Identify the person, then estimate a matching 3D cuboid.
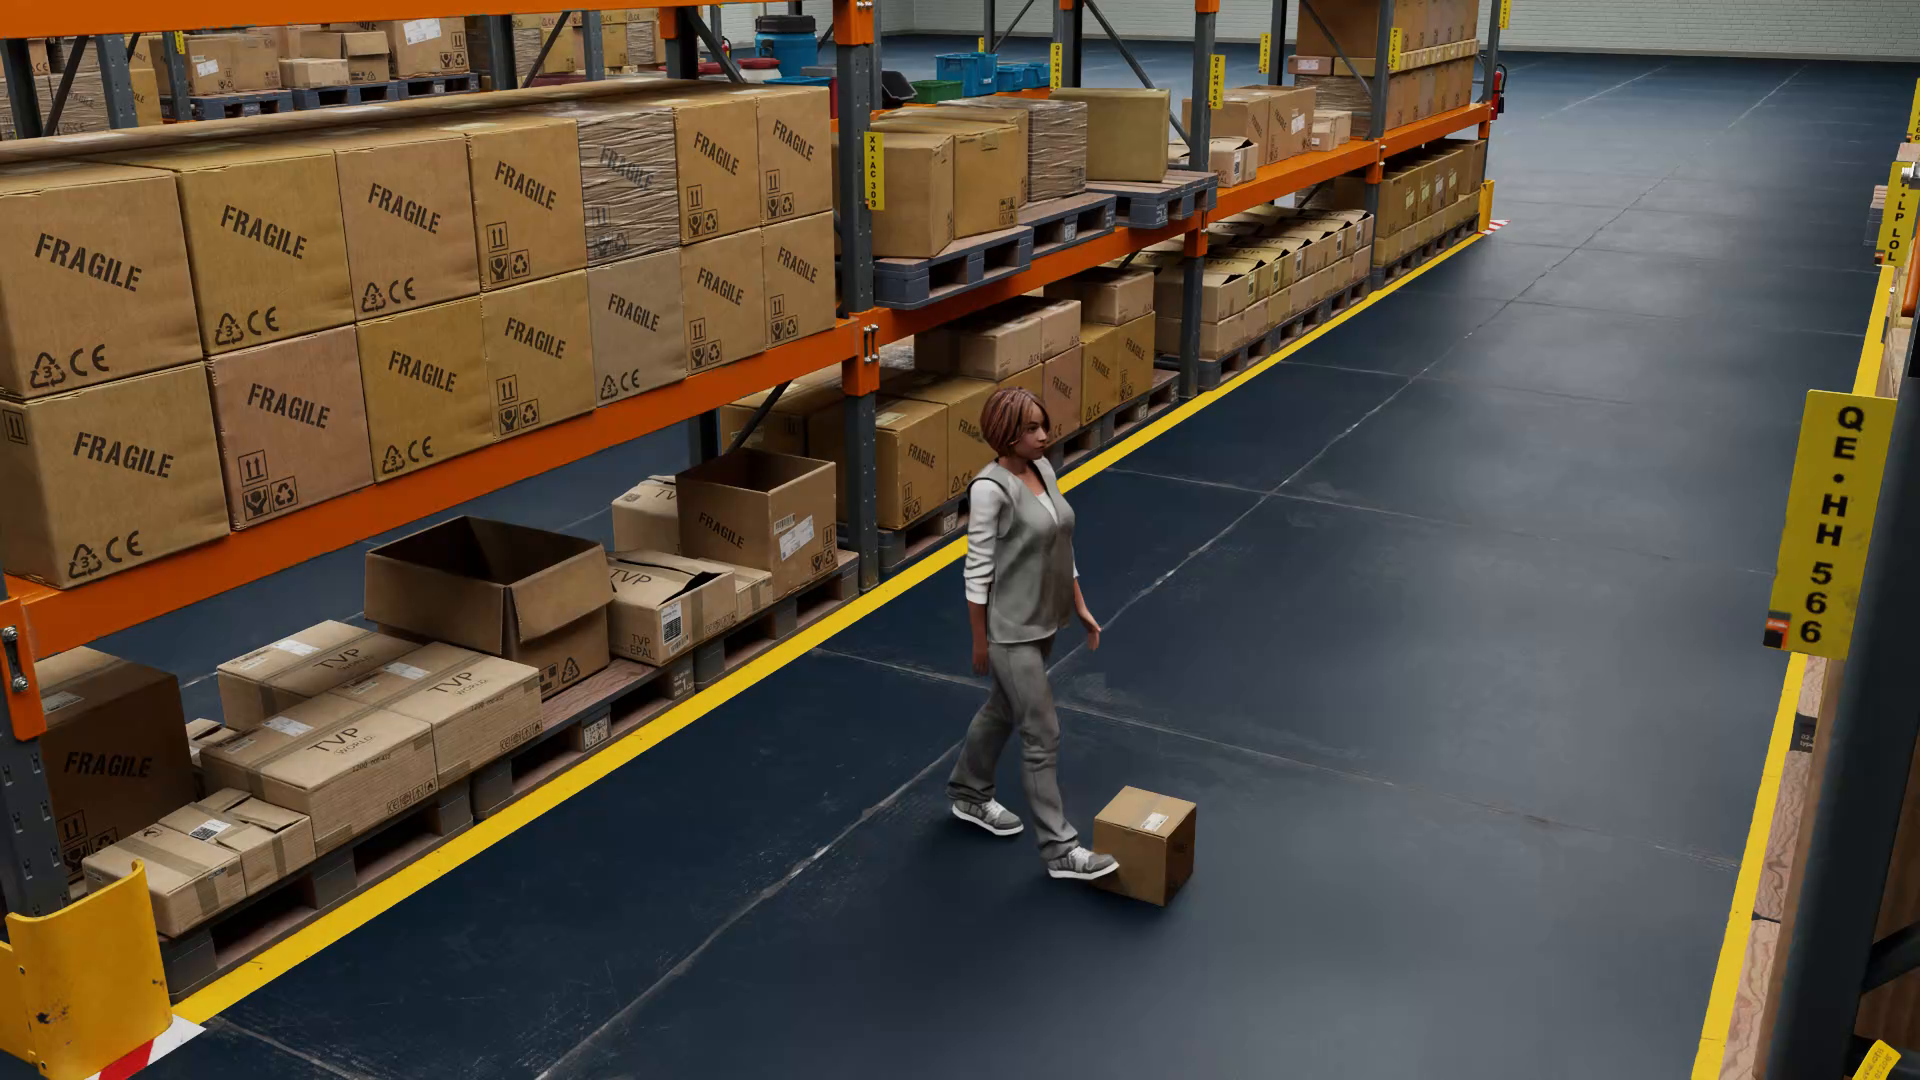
[{"bbox_3d":[0.241,0.287,5.302,0.627,1.588,0.415,11,22,28],"label":"person"}]
